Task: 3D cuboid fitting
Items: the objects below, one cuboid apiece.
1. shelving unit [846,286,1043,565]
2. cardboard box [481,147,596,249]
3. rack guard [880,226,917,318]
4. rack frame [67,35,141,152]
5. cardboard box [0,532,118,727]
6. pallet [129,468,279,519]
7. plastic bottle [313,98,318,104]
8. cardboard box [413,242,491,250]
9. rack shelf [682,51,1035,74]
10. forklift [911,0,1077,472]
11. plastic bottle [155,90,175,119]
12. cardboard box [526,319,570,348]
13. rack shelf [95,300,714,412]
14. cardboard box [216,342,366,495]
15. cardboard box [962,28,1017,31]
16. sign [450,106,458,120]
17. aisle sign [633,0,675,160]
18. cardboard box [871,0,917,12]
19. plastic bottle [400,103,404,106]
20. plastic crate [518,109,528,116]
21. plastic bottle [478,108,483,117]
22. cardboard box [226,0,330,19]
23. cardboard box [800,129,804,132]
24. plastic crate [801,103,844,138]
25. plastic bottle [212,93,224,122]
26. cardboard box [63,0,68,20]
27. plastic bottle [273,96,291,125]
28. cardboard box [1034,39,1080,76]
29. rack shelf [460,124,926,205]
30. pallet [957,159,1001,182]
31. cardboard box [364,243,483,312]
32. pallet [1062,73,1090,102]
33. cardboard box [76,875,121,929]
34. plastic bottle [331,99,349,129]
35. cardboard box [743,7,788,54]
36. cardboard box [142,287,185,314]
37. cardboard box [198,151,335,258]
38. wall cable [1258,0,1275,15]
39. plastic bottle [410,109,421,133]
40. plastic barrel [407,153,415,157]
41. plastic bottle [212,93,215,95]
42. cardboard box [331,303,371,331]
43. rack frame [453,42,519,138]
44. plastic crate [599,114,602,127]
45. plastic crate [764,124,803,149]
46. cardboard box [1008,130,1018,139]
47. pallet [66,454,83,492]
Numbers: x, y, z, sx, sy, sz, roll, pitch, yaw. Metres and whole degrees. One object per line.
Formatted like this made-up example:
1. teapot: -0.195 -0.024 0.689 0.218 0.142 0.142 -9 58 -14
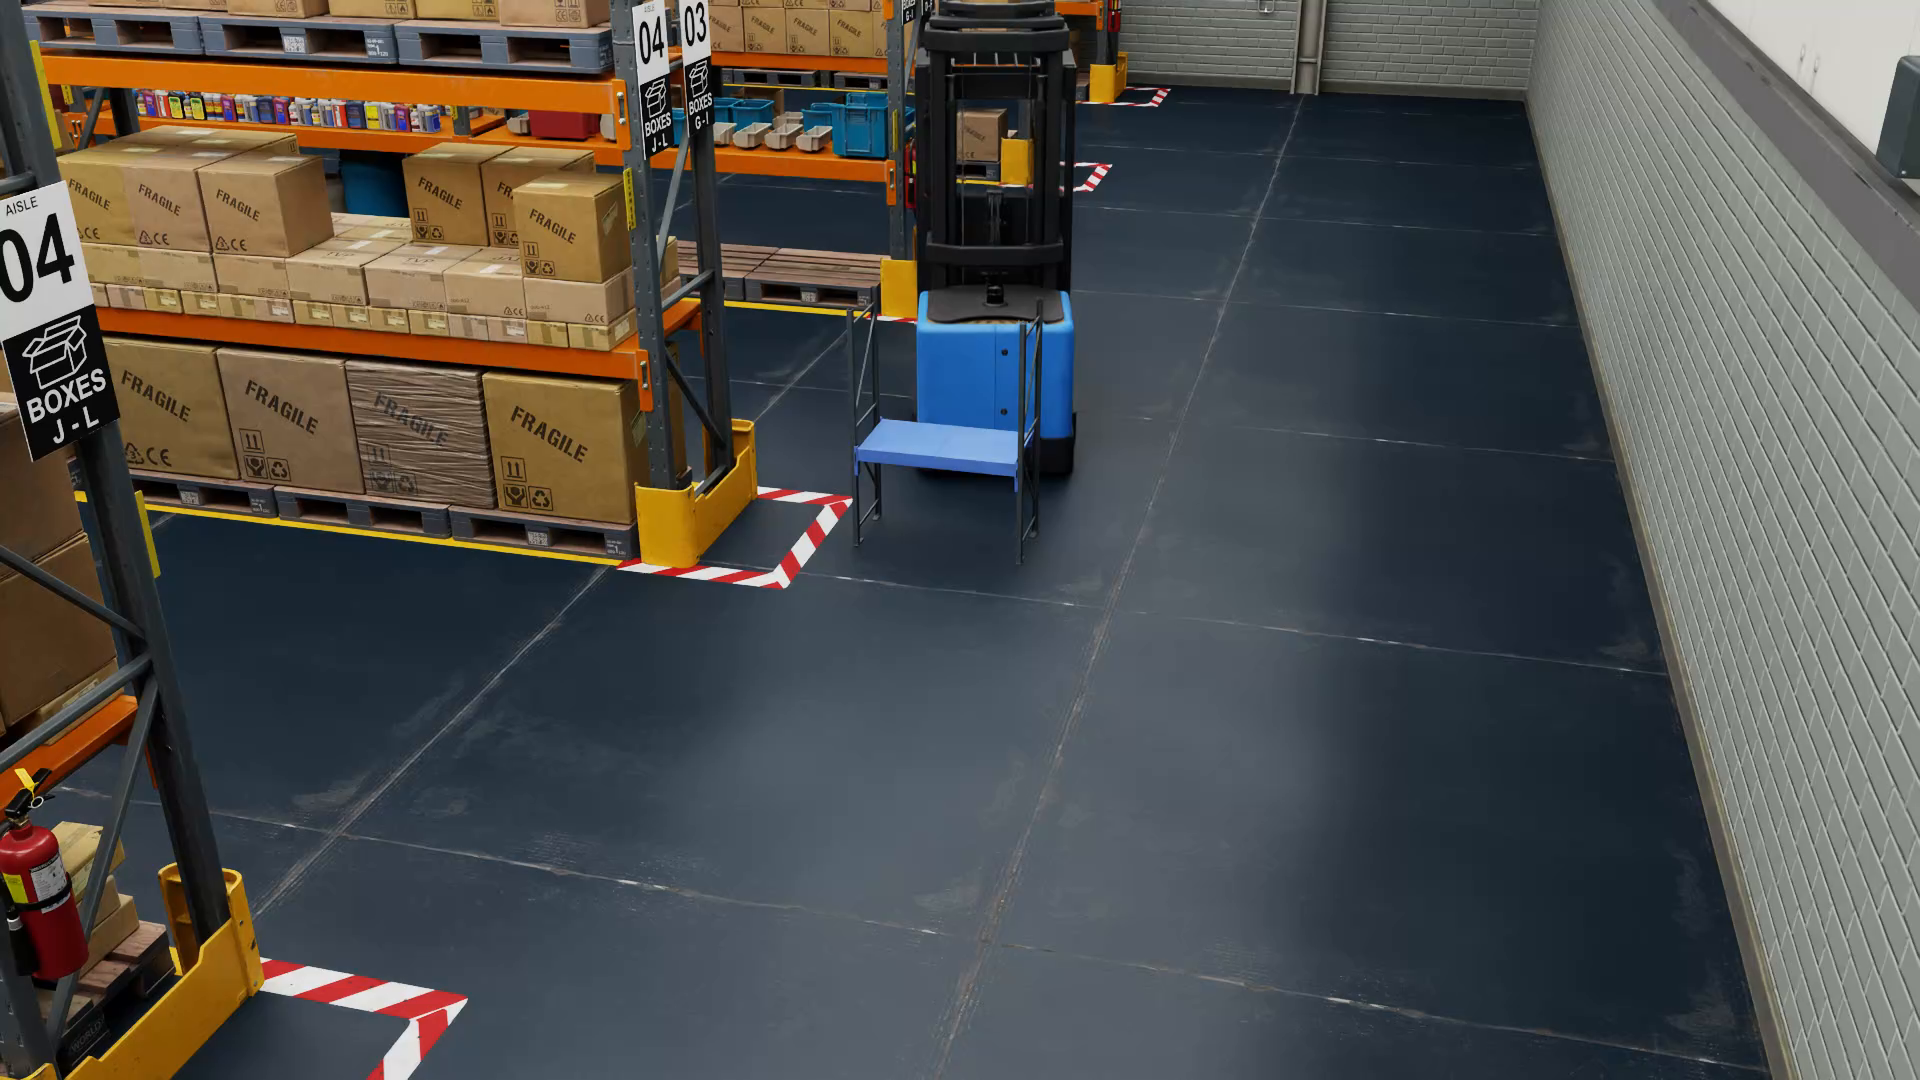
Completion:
1. shelving unit: -0.083 -0.686 9.947 1.048 1.500 0.538 6 26 13
2. cardboard box: -2.522 -2.065 10.053 0.500 0.500 0.500 6 26 12
3. rack guard: -0.380 -2.378 14.664 0.348 0.500 1.175 6 26 13
4. rack frame: -5.514 -1.870 10.689 0.127 3.000 1.000 6 26 13
5. cardboard box: -3.340 0.269 5.732 0.500 0.500 0.500 8 26 15
6. pallet: -4.797 -0.497 11.049 1.213 0.211 1.003 6 26 13
7. plastic bottle: -5.927 -3.968 15.245 0.097 0.271 0.097 0 25 0
8. cardboard box: -3.029 -1.781 10.329 0.500 0.250 0.500 5 26 11
9. rack shelf: -1.107 -5.455 19.056 4.000 0.370 1.077 6 26 13
10. forklift: 0.240 -2.358 11.794 1.130 2.935 3.031 0 25 0
11. plastic bottle: -7.368 -4.074 15.462 0.135 0.276 0.152 6 26 13
12. cardboard box: -2.320 -1.257 9.693 0.250 0.149 0.380 7 26 14
13. rack shelf: -3.577 -1.331 10.394 4.000 0.370 1.077 6 26 13
14. cardboard box: -4.024 -0.900 10.635 0.875 0.875 0.875 6 26 13
15. cardboard box: 0.329 -5.546 18.293 0.500 0.500 0.500 7 26 15
16. sign: -4.420 -3.829 14.480 0.005 0.325 0.100 6 26 13
17. aisle sign: -1.646 -2.483 8.952 0.004 0.787 0.394 6 26 13
18. cardboard box: -0.662 -6.103 18.300 0.500 0.500 0.500 7 26 14
19. plastic bottle: -5.283 -4.135 15.676 0.097 0.201 0.097 0 25 0
20. plastic crate: -3.744 -4.044 15.204 0.575 0.384 0.392 6 26 13
21. plastic bottle: -4.530 -4.097 15.501 0.133 0.283 0.061 6 26 13
22. cardboard box: -3.751 -3.271 9.421 0.500 0.500 0.700 7 26 15
23. cardboard box: -1.851 -4.690 19.396 0.250 0.166 0.380 6 26 13
24. plastic crate: -1.202 -3.690 14.635 0.300 0.233 0.416 6 26 13
25. plastic bottle: -6.816 -3.999 15.310 0.097 0.271 0.097 0 25 0
26. cardboard box: -11.223 -6.941 21.223 0.500 0.500 0.700 6 26 12
27. plastic bottle: -6.176 -3.925 15.141 0.133 0.283 0.061 6 26 13
28. cardboard box: 1.358 -6.723 23.301 0.500 0.500 0.700 6 26 13
29. rack shelf: -2.344 -3.393 14.725 4.000 0.370 1.077 6 26 13
30. pallet: -0.016 -4.400 19.246 1.213 0.211 1.003 6 26 13
31. cardboard box: -3.160 -1.559 9.864 0.500 0.250 0.500 5 26 11
32. pallet: 1.267 -6.423 23.495 1.213 0.211 1.003 6 26 13
33. cardboard box: -3.417 1.412 6.276 0.250 0.149 0.380 7 26 15
34. plastic bottle: -5.585 -3.877 15.048 0.135 0.276 0.152 6 26 13
35. cardboard box: -2.121 -5.818 18.864 0.500 0.500 0.500 7 26 14
36. cardboard box: -4.801 -1.531 10.268 0.250 0.149 0.380 7 26 15
37. cardboard box: -4.134 -2.008 9.935 0.500 0.500 0.500 5 26 11
38. wall cable: 3.536 -8.344 23.105 1.851 1.984 0.084 6 26 13
39. plastic bottle: -4.862 -3.751 14.871 0.097 0.201 0.097 0 25 0
40. plastic barrel: -4.804 -3.240 15.518 0.708 0.901 0.600 6 26 13
41. plastic bottle: -7.232 -4.350 16.129 0.097 0.201 0.097 0 25 0
42. cardboard box: -3.548 -1.394 9.980 0.250 0.149 0.380 7 26 14
43. rack frame: -4.281 -3.932 15.020 0.127 3.000 1.000 6 26 13
44. plastic crate: -3.130 -3.827 15.050 0.590 0.125 0.437 6 26 13
45. plastic crate: -1.519 -3.461 14.267 0.243 0.136 0.396 6 26 13
46. cardboard box: 0.510 -4.665 19.364 0.250 0.149 0.380 6 26 13
47. pallet: -6.281 -0.663 11.396 1.213 0.211 1.003 6 26 13
